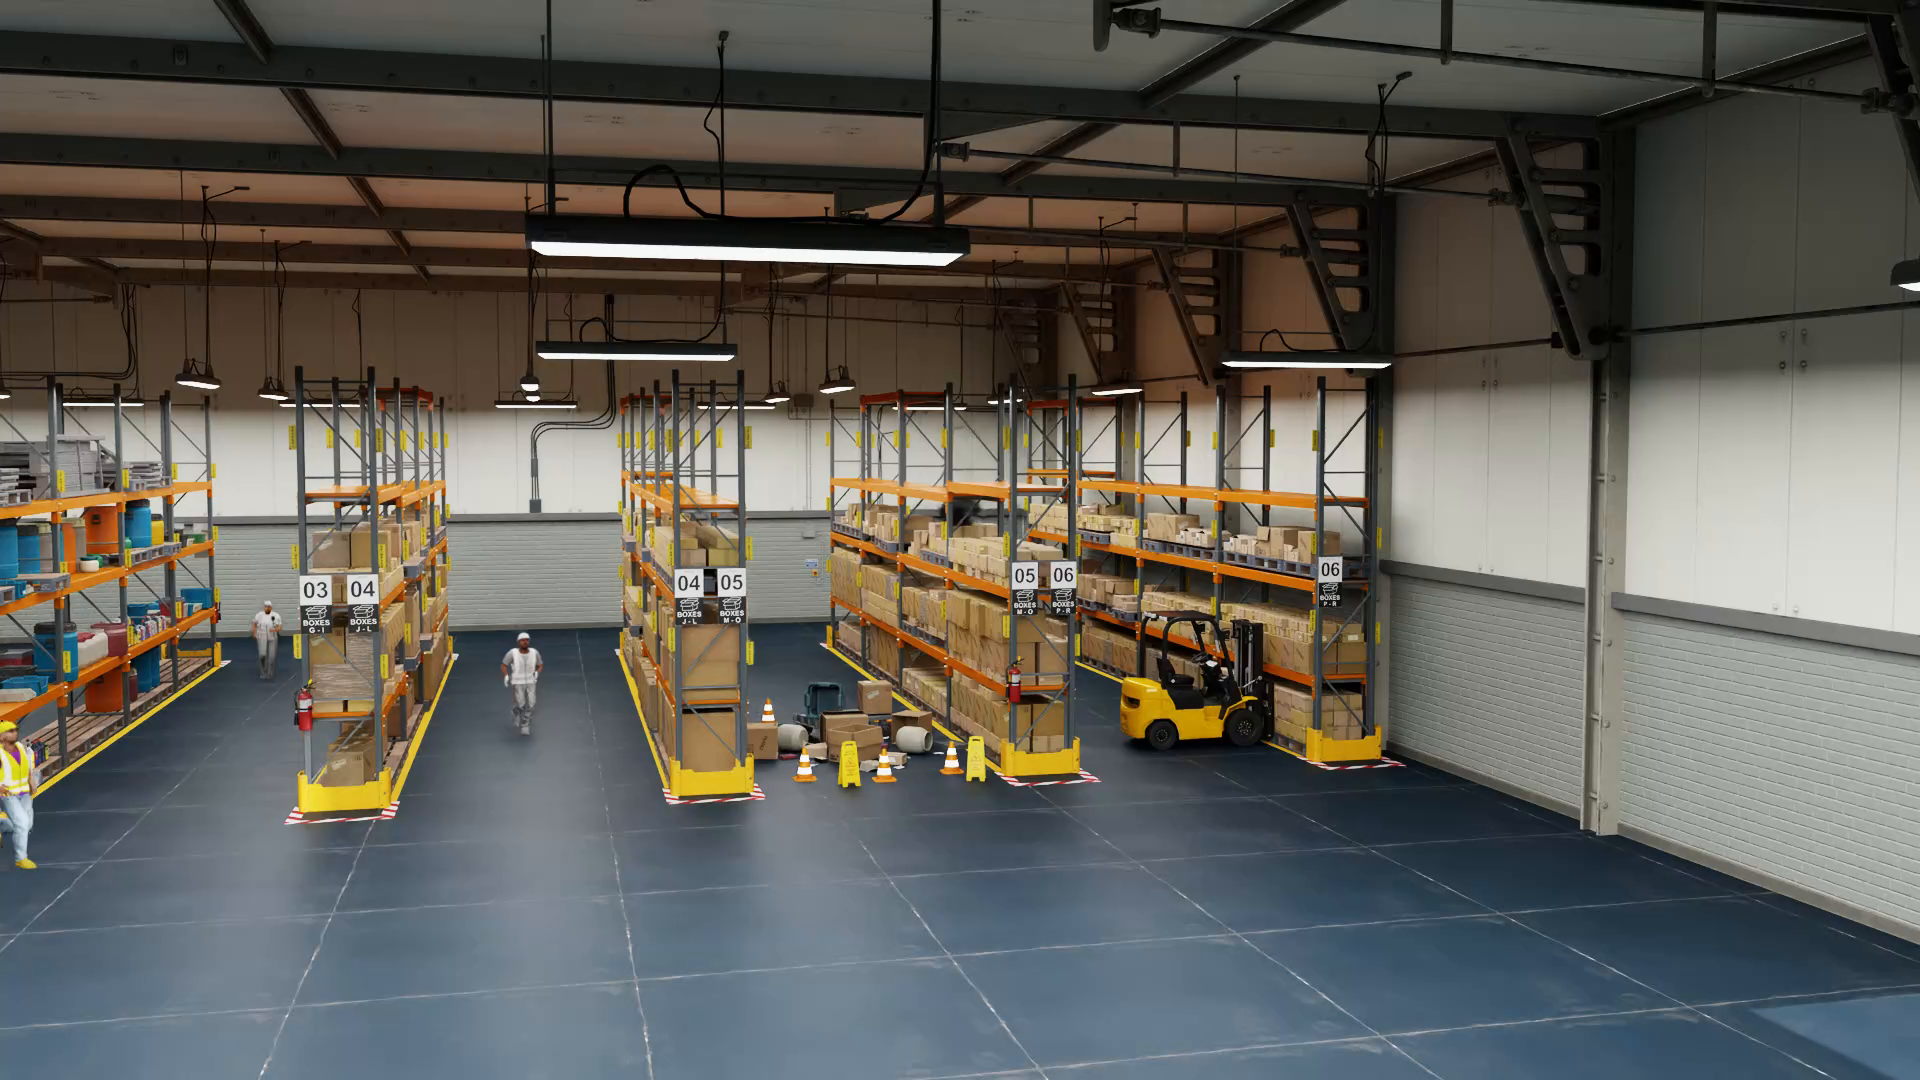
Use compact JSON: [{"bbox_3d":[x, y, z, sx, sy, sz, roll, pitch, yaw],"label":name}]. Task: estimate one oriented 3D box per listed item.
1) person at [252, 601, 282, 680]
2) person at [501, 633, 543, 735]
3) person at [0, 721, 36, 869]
[{"bbox_3d":[-14.515,2.102,34.854,0.573,1.673,0.765,-2,4,-25],"label":"person"},{"bbox_3d":[-7.410,2.447,28.286,0.682,1.737,0.592,-2,4,-28],"label":"person"},{"bbox_3d":[-11.243,2.990,19.584,0.713,1.723,0.715,1,3,11],"label":"person"}]
